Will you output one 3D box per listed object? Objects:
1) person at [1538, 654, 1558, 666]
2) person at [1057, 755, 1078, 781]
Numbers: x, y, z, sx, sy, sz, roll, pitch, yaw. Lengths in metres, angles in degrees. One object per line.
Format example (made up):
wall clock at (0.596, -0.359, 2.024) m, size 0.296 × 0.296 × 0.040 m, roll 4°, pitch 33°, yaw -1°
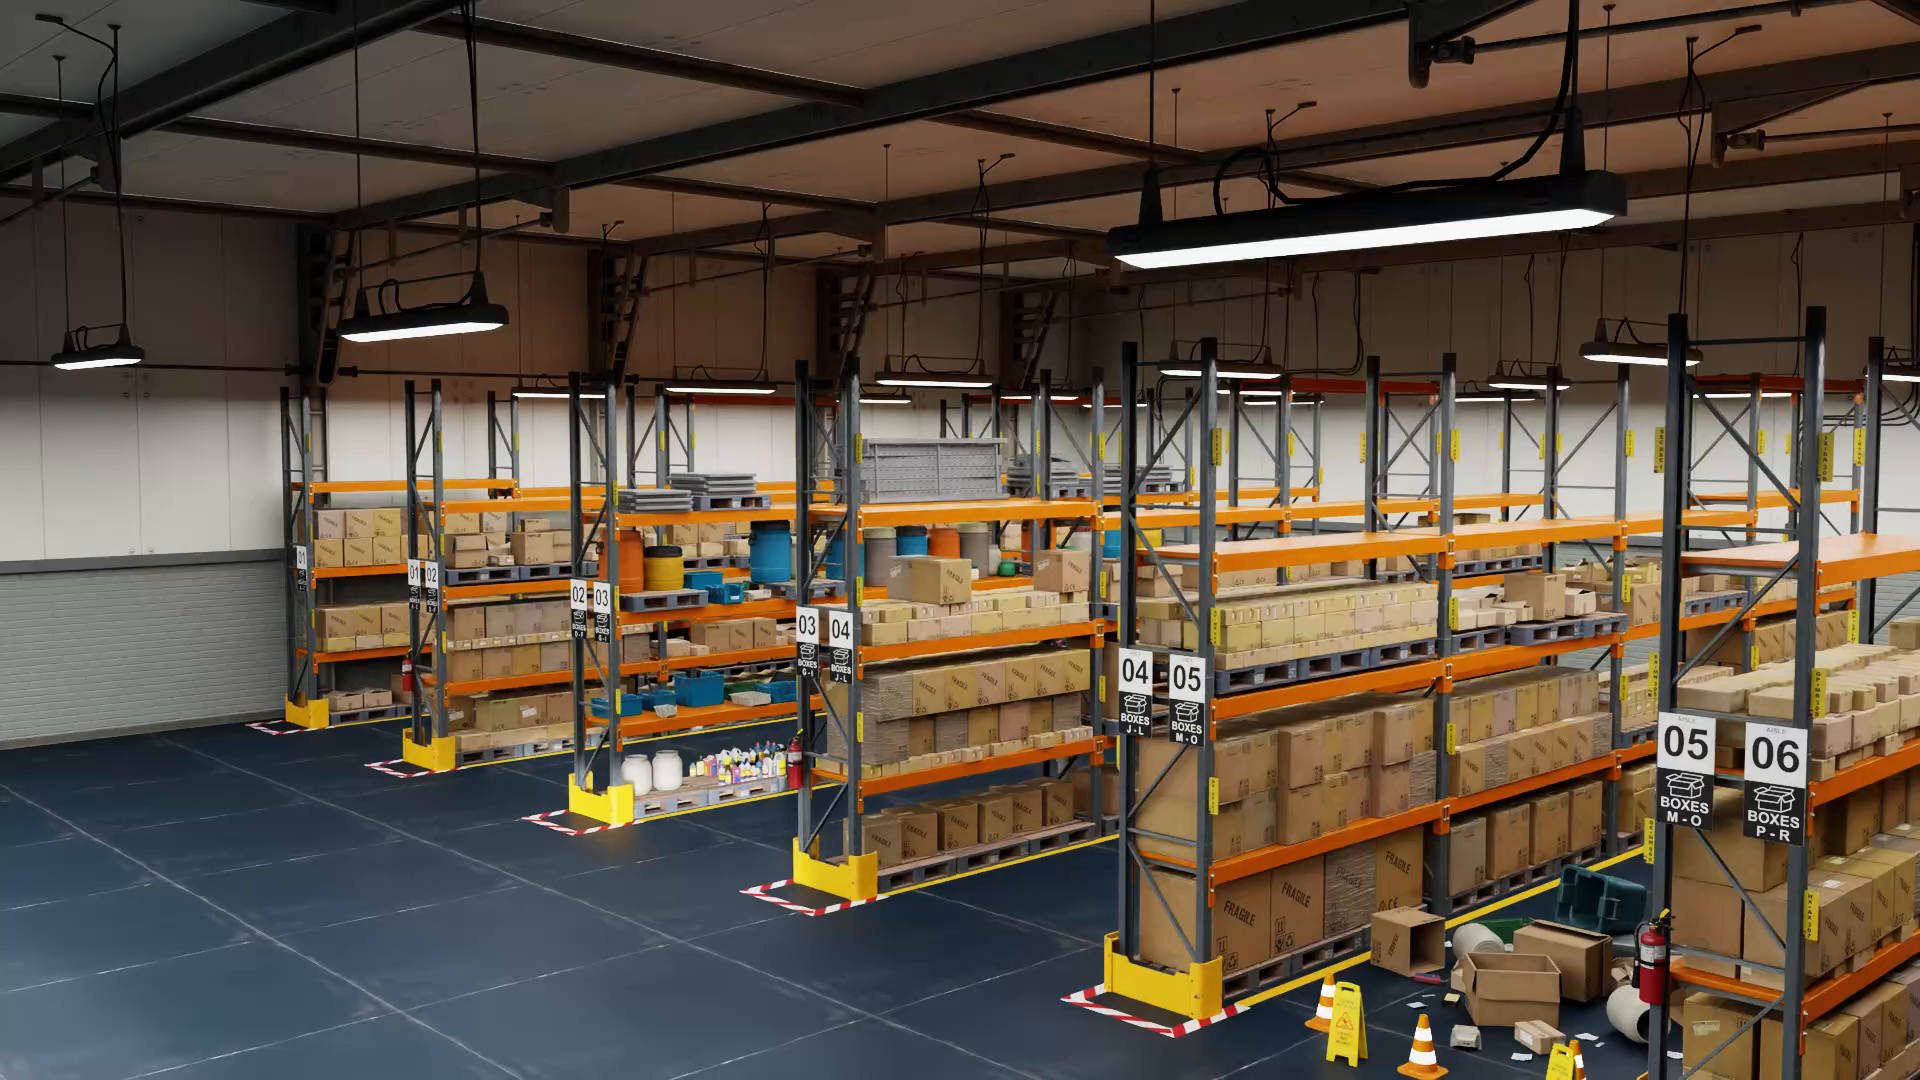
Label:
person at (10.986, 2.314, 31.370) m, size 0.540 × 1.629 × 0.972 m, roll 1°, pitch 4°, yaw 13°
person at (1.508, 2.755, 23.736) m, size 0.406 × 1.772 × 0.616 m, roll 2°, pitch 4°, yaw 30°
